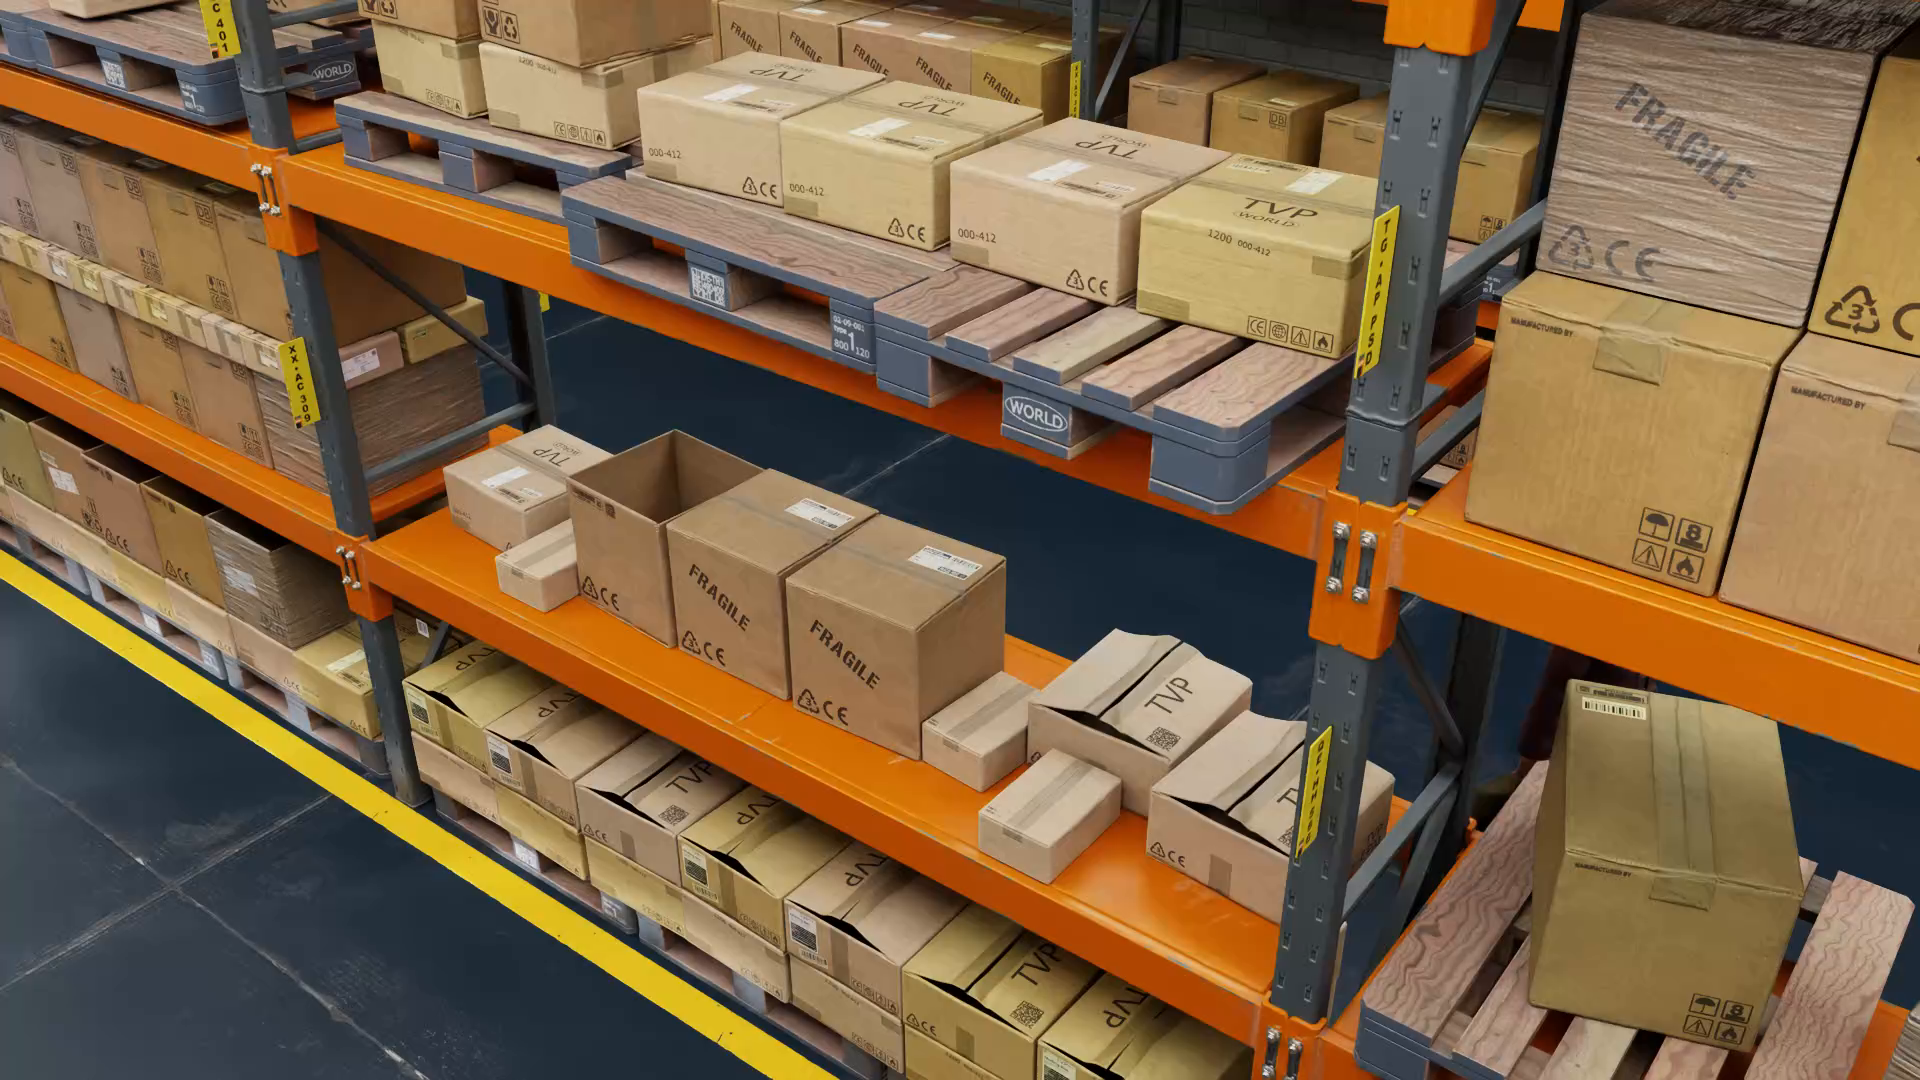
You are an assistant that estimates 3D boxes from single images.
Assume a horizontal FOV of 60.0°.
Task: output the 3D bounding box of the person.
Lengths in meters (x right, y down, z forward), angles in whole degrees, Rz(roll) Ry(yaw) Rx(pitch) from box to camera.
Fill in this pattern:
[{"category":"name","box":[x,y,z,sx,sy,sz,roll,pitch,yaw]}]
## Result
[{"category":"person","box":[2.282,0.673,6.005,1.100,1.732,0.565,15,34,24]}]
